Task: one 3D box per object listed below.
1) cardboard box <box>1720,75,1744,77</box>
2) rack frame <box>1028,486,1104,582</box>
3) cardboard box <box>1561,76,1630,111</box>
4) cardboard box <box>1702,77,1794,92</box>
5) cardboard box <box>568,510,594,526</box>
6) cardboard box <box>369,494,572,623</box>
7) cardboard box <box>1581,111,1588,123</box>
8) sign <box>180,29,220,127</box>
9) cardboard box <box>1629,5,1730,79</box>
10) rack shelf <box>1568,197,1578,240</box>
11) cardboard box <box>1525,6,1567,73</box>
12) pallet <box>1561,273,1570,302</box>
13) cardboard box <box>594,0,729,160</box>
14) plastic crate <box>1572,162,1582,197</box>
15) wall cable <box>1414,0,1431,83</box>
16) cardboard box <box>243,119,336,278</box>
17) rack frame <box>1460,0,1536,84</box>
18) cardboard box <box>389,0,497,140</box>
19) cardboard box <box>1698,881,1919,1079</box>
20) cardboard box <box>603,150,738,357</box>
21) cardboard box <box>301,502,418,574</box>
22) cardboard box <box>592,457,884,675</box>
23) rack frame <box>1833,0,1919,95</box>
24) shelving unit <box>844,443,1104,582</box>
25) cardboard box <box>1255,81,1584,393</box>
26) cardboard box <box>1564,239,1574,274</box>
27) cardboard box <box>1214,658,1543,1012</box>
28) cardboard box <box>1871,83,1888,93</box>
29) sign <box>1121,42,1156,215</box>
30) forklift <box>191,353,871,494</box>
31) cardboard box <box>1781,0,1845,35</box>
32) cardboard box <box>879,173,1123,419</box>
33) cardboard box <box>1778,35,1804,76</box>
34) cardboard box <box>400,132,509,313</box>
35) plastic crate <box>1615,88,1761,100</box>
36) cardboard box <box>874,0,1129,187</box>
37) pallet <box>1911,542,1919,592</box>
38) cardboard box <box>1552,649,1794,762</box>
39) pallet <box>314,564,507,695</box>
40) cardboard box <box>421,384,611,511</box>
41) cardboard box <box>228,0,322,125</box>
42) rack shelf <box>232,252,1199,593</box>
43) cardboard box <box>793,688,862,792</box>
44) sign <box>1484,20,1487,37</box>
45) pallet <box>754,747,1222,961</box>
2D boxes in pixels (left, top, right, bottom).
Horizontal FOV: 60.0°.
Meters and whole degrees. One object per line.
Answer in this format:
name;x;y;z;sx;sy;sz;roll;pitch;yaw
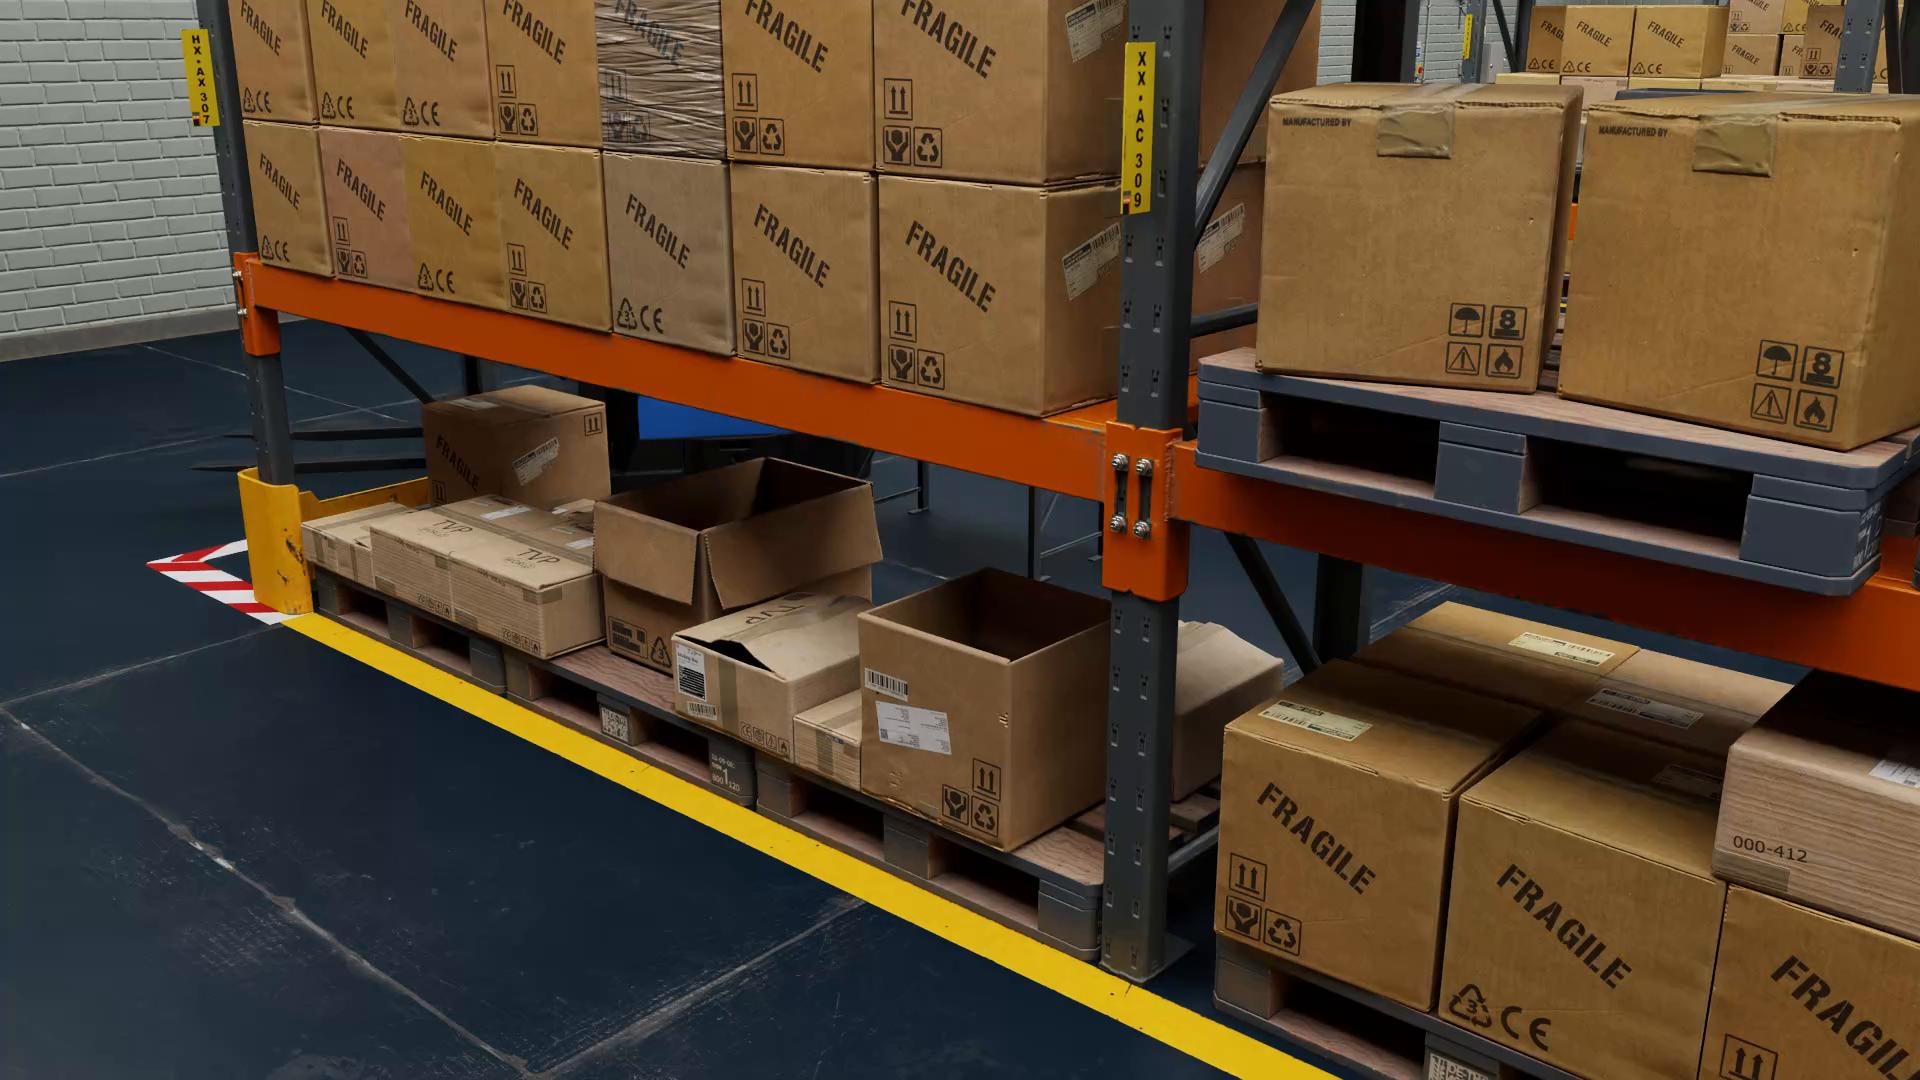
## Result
cardboard box;5.591;-3.391;12.594;0.500;0.250;0.500;14;22;37
rack frame;0.444;-0.596;6.509;0.032;1.500;0.500;15;23;39
cardboard box;4.865;-3.372;12.534;0.500;0.250;0.500;15;23;39
cardboard box;5.632;-3.167;11.888;0.500;0.250;0.500;14;23;38
cardboard box;-1.025;0.030;5.876;0.500;0.250;0.500;15;23;39
cardboard box;-1.694;0.053;5.804;0.500;0.250;0.500;15;23;39
cardboard box;4.723;-3.194;12.632;0.250;0.149;0.380;14;23;38
sign;-2.646;-1.611;5.799;0.005;0.325;0.100;15;23;39
cardboard box;5.238;-3.629;12.105;0.500;0.500;0.500;14;23;38
rack shelf;2.501;-1.697;8.690;4.000;0.370;1.077;15;23;39
cardboard box;4.831;-3.951;13.120;0.500;0.500;0.500;15;23;40
pallet;4.942;-2.090;13.349;1.213;0.211;1.003;15;23;39
cardboard box;-0.606;-1.289;4.397;0.500;0.500;0.500;15;23;40
plastic crate;2.981;-1.700;7.865;0.590;0.125;0.437;15;23;39
wall cable;6.637;-7.430;23.834;0.123;1.953;0.585;15;23;39
cardboard box;-2.129;-1.220;5.833;0.500;0.500;0.500;16;23;40
rack frame;4.292;-3.562;13.377;0.127;3.000;1.000;15;23;39
cardboard box;-1.362;-1.492;5.037;0.500;0.500;0.500;15;23;40
cardboard box;1.681;0.822;2.967;0.500;0.500;0.500;15;23;40
cardboard box;-0.611;-0.814;4.553;0.500;0.500;0.500;16;23;40
cardboard box;-2.201;-0.011;6.172;0.250;0.149;0.380;15;23;39
cardboard box;-0.703;0.086;5.282;0.637;0.503;0.797;15;23;39
rack frame;3.996;-1.638;7.315;0.127;3.000;1.000;15;23;39
shelving unit;0.064;-0.698;6.831;1.048;1.500;0.538;15;23;39
cardboard box;0.912;-0.621;3.249;0.500;0.500;0.700;7;19;21
cardboard box;4.824;-2.639;13.287;0.875;0.875;0.875;15;23;39
cardboard box;0.906;0.616;3.618;0.500;0.500;0.500;14;22;37
cardboard box;6.391;-2.962;11.242;0.500;0.250;0.500;16;24;41
sign;0.351;-0.807;3.264;0.005;0.325;0.100;15;23;39
forklift;-1.986;-1.684;7.573;3.031;2.935;1.130;-3;18;-10
cardboard box;8.201;-5.080;15.850;0.500;0.500;0.500;16;24;41
cardboard box;0.162;-0.608;3.905;0.500;0.500;0.500;16;23;40
cardboard box;8.230;-4.599;15.987;0.500;0.500;0.500;15;23;39
cardboard box;-1.366;-1.017;5.191;0.500;0.500;0.500;15;23;39
plastic crate;3.495;-1.933;8.040;0.583;0.464;0.402;15;23;39
cardboard box;0.156;-1.086;3.755;0.500;0.500;0.500;15;23;40
pallet;2.240;-0.013;2.512;1.213;0.211;1.003;15;23;39
cardboard box;1.629;0.599;3.671;0.500;0.500;0.500;15;23;39
pallet;-1.632;0.183;6.187;1.213;0.211;1.003;15;23;39
cardboard box;-1.716;-0.286;6.460;0.500;0.500;0.500;15;23;39
cardboard box;-2.129;-1.697;5.682;0.500;0.500;0.500;16;24;41
rack shelf;-0.790;-0.577;5.161;4.000;0.370;1.077;15;23;39
cardboard box;-0.229;0.519;4.504;0.250;0.149;0.380;15;23;39
sign;7.949;-7.800;25.365;0.001;0.242;0.339;15;23;39
pallet;0.193;0.673;4.643;1.213;0.211;1.003;15;23;39
